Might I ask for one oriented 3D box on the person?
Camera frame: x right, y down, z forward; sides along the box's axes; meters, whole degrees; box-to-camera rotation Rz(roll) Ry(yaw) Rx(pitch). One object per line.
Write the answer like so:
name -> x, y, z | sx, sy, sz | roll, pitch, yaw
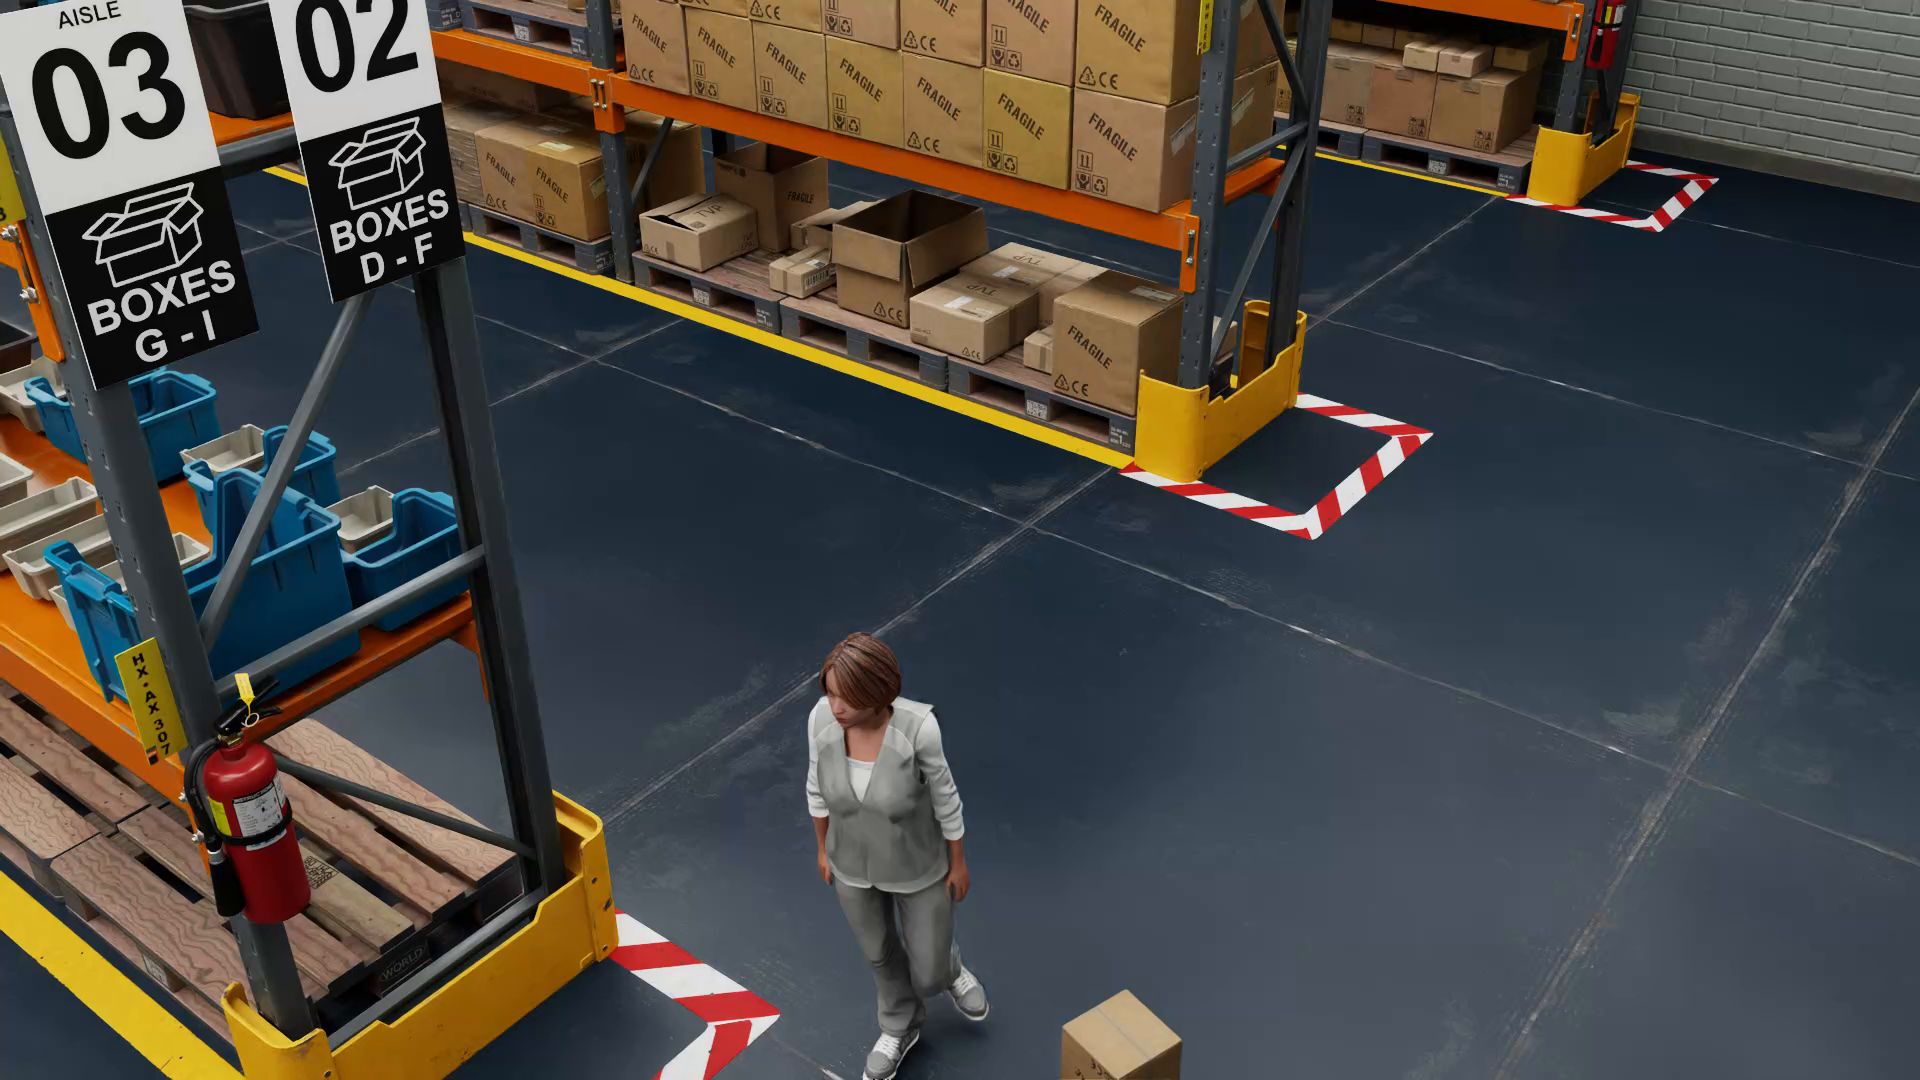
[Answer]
person -> -0.175, 0.876, 4.698 | 0.480, 1.592, 0.484 | 9, 32, 14
